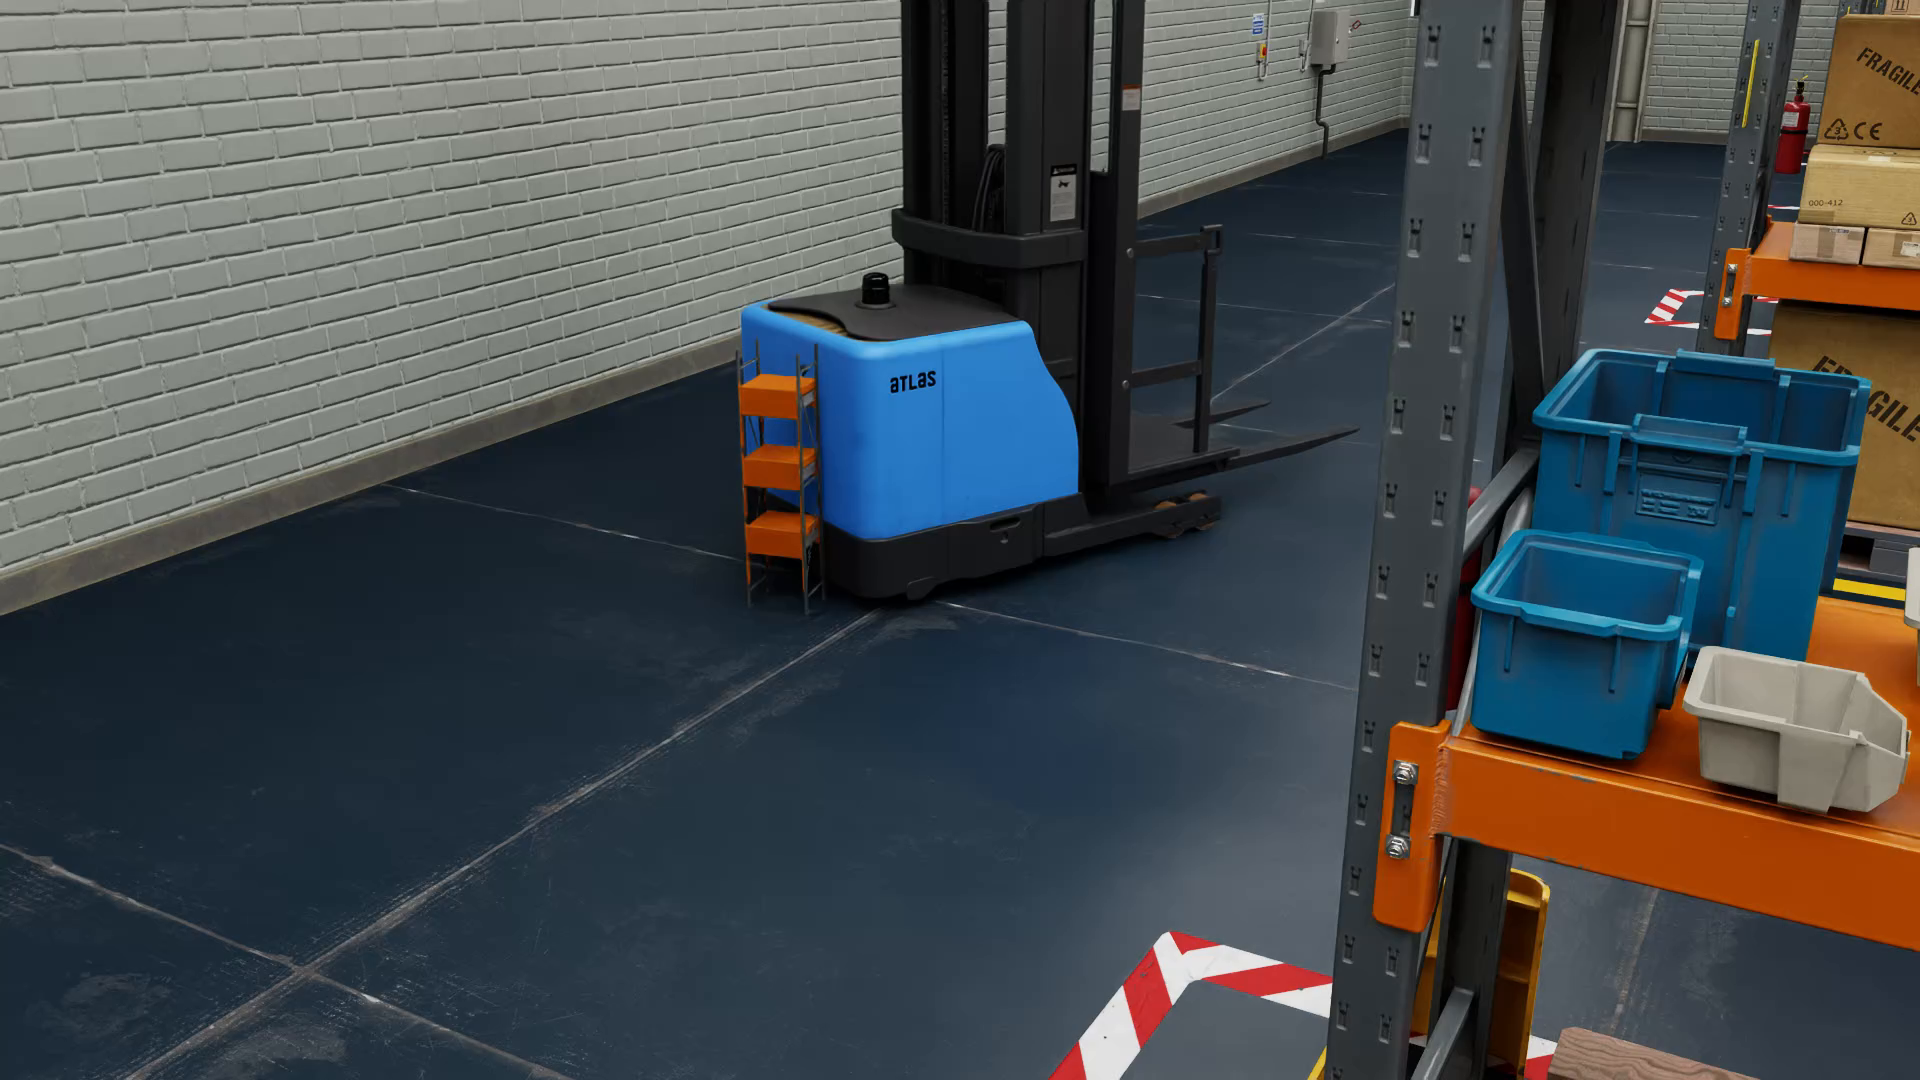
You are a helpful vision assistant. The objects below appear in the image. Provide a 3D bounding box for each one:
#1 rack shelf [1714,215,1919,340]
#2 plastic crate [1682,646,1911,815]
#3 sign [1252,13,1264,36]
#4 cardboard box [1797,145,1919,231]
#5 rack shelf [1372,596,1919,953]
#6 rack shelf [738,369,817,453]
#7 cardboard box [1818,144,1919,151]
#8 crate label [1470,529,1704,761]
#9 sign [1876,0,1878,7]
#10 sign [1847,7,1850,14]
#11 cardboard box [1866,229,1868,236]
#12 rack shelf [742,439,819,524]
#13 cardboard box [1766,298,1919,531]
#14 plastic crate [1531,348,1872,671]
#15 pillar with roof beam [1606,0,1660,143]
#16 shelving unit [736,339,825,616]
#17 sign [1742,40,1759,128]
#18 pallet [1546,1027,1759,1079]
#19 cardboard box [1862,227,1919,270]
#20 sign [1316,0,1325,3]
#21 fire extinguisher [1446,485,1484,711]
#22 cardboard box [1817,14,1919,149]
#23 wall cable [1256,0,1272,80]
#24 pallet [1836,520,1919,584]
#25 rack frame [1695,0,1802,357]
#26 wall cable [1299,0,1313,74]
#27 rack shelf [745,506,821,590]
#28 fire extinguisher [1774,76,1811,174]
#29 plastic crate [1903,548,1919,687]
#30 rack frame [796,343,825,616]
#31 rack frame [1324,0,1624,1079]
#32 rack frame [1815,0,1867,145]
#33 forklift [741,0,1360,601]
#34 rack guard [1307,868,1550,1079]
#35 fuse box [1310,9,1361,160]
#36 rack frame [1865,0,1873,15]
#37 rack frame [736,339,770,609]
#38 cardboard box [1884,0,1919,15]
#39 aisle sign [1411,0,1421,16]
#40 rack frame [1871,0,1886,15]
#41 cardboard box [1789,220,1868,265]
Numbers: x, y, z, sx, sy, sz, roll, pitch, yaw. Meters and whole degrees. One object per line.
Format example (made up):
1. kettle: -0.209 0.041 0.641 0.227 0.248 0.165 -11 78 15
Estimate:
1. rack shelf: 5.104 -0.827 6.302 4.000 0.370 1.077 11 23 27
2. plastic crate: 1.237 0.289 2.468 0.298 0.136 0.250 11 23 27
3. sign: 3.180 -5.502 17.738 0.001 0.218 0.327 11 23 27
4. cardboard box: 3.645 -1.407 6.629 0.500 0.250 0.500 10 22 26
5. rack shelf: 2.688 0.647 2.237 4.000 0.370 1.077 11 23 27
6. rack shelf: -0.695 -0.498 6.396 0.240 0.259 0.215 6 21 16
7. cardboard box: 3.910 -1.566 7.067 0.500 0.250 0.500 10 22 26
8. crate label: 0.997 0.166 2.666 0.303 0.233 0.416 11 23 27
9. sign: 10.344 -6.172 18.712 0.005 0.325 0.100 11 23 27
10. sign: 5.600 -3.203 10.527 0.005 0.325 0.100 11 23 27
11. cardboard box: 3.829 -1.419 7.246 0.250 0.149 0.380 11 23 28
12. rack shelf: -0.694 -0.231 6.493 0.240 0.259 0.215 6 21 16
13. cardboard box: 3.956 -0.614 7.159 0.875 0.875 0.875 11 23 27
14. plastic crate: 1.326 -0.068 3.015 0.499 0.435 0.616 11 23 27
15. pillar with roof beam: 6.594 -8.182 16.724 0.400 9.000 9.100 11 23 27
16. shelving unit: -0.694 -0.241 6.489 0.252 1.050 0.215 6 21 16
17. sign: 3.082 -1.778 6.482 0.005 0.325 0.100 11 23 27
18. pallet: 1.643 1.436 3.097 1.213 0.211 1.003 11 23 27
19. cardboard box: 3.732 -1.180 6.589 0.250 0.149 0.380 10 22 27
20. sign: 4.201 -6.386 19.361 0.001 0.242 0.339 11 23 27
21. fire extinguisher: 1.032 0.028 3.550 0.183 0.674 0.296 11 23 27
22. cardboard box: 3.911 -1.917 6.935 0.500 0.500 0.500 11 23 28
23. wall cable: 3.257 -5.871 17.617 0.123 1.953 0.585 11 23 27
24. pallet: 4.094 -0.078 7.269 1.213 0.211 1.003 11 23 27
25. rack frame: 3.358 -1.498 7.096 0.127 3.000 1.000 11 23 27
26. wall cable: 3.938 -6.281 18.791 0.122 1.984 0.588 11 23 27
27. rack shelf: -0.694 0.030 6.588 0.240 0.259 0.215 6 21 16
28. fire extinguisher: 5.870 -2.925 11.691 0.183 0.674 0.296 11 23 27
29. plastic crate: 1.743 0.154 2.841 0.243 0.136 0.396 11 23 27
30. rack frame: -0.578 -0.229 6.455 0.008 1.050 0.200 6 21 16
31. rack frame: 0.942 -0.024 3.031 0.127 3.000 1.000 11 23 27
32. rack frame: 5.865 -2.958 11.120 0.127 3.000 1.000 11 23 27
33. forklift: 0.565 -1.514 7.240 3.031 2.935 1.130 -14 24 -33
34. rack guard: 0.915 1.151 3.458 0.348 0.500 1.175 11 23 27
35. fuse box: 4.409 -5.374 19.672 0.414 1.711 0.539 11 23 27
36. rack frame: 8.191 -4.448 15.229 0.127 3.000 1.000 11 23 27
37. rack frame: -0.811 -0.253 6.523 0.008 1.050 0.200 6 21 16
38. cardboard box: 6.127 -3.461 10.459 0.500 0.500 0.500 11 22 27
39. aisle sign: 0.735 -1.169 2.377 0.004 0.787 0.394 11 23 27
40. rack frame: 10.608 -5.927 19.305 0.127 3.000 1.000 11 23 27
41. cardboard box: 3.507 -1.223 6.705 0.250 0.149 0.380 11 23 28
